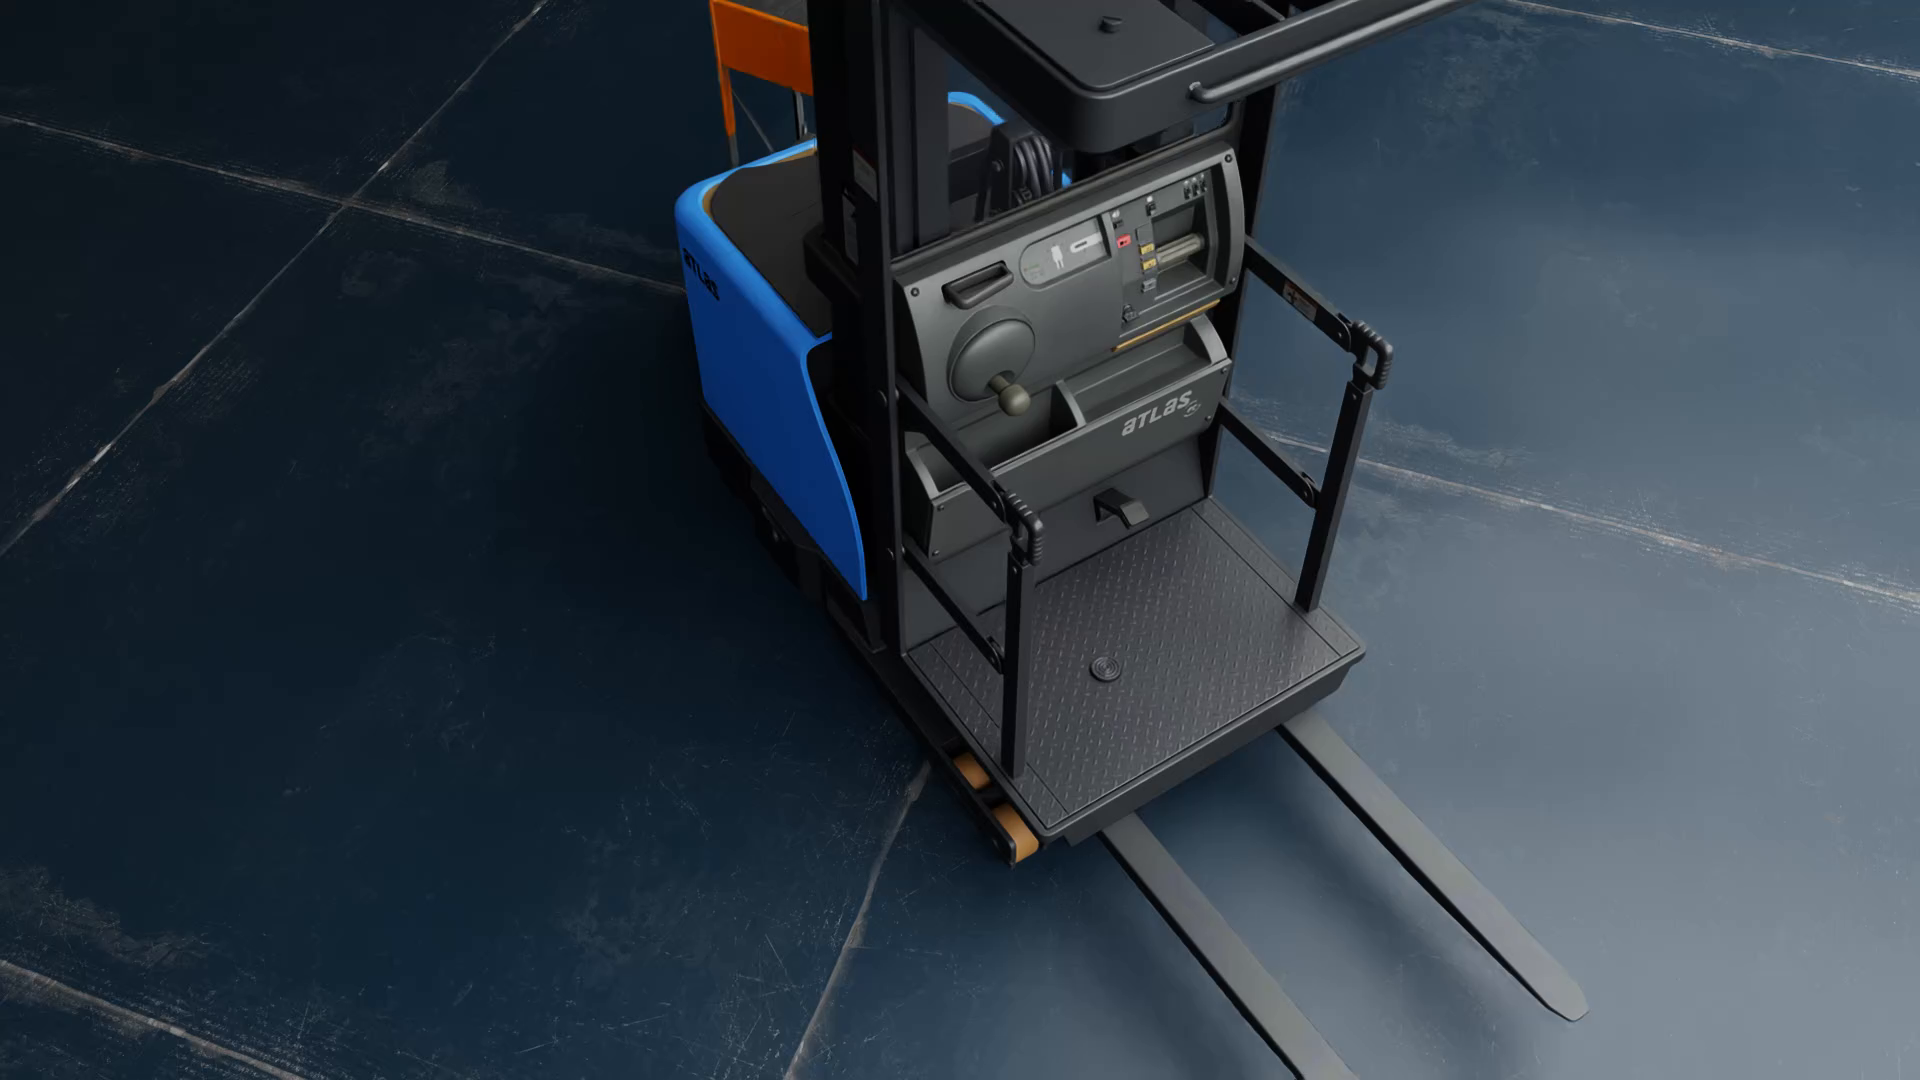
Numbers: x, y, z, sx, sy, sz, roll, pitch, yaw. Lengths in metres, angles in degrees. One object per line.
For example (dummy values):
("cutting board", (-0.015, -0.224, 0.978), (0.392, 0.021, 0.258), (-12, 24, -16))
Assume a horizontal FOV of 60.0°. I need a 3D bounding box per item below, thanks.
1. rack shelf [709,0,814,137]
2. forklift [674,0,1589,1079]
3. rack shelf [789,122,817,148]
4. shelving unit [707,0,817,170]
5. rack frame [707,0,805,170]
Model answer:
("rack shelf", (-0.439, -1.510, 5.178), (0.480, 0.518, 0.431), (24, 53, 21))
("forklift", (0.402, -0.508, 3.751), (1.130, 2.935, 3.031), (-26, 54, -21))
("rack shelf", (-0.432, -1.042, 5.698), (0.480, 0.518, 0.431), (24, 53, 21))
("shelving unit", (-0.439, -1.519, 5.168), (0.503, 2.100, 0.431), (24, 53, 21))
("rack frame", (-0.648, -1.612, 5.254), (0.015, 2.100, 0.400), (24, 53, 21))
